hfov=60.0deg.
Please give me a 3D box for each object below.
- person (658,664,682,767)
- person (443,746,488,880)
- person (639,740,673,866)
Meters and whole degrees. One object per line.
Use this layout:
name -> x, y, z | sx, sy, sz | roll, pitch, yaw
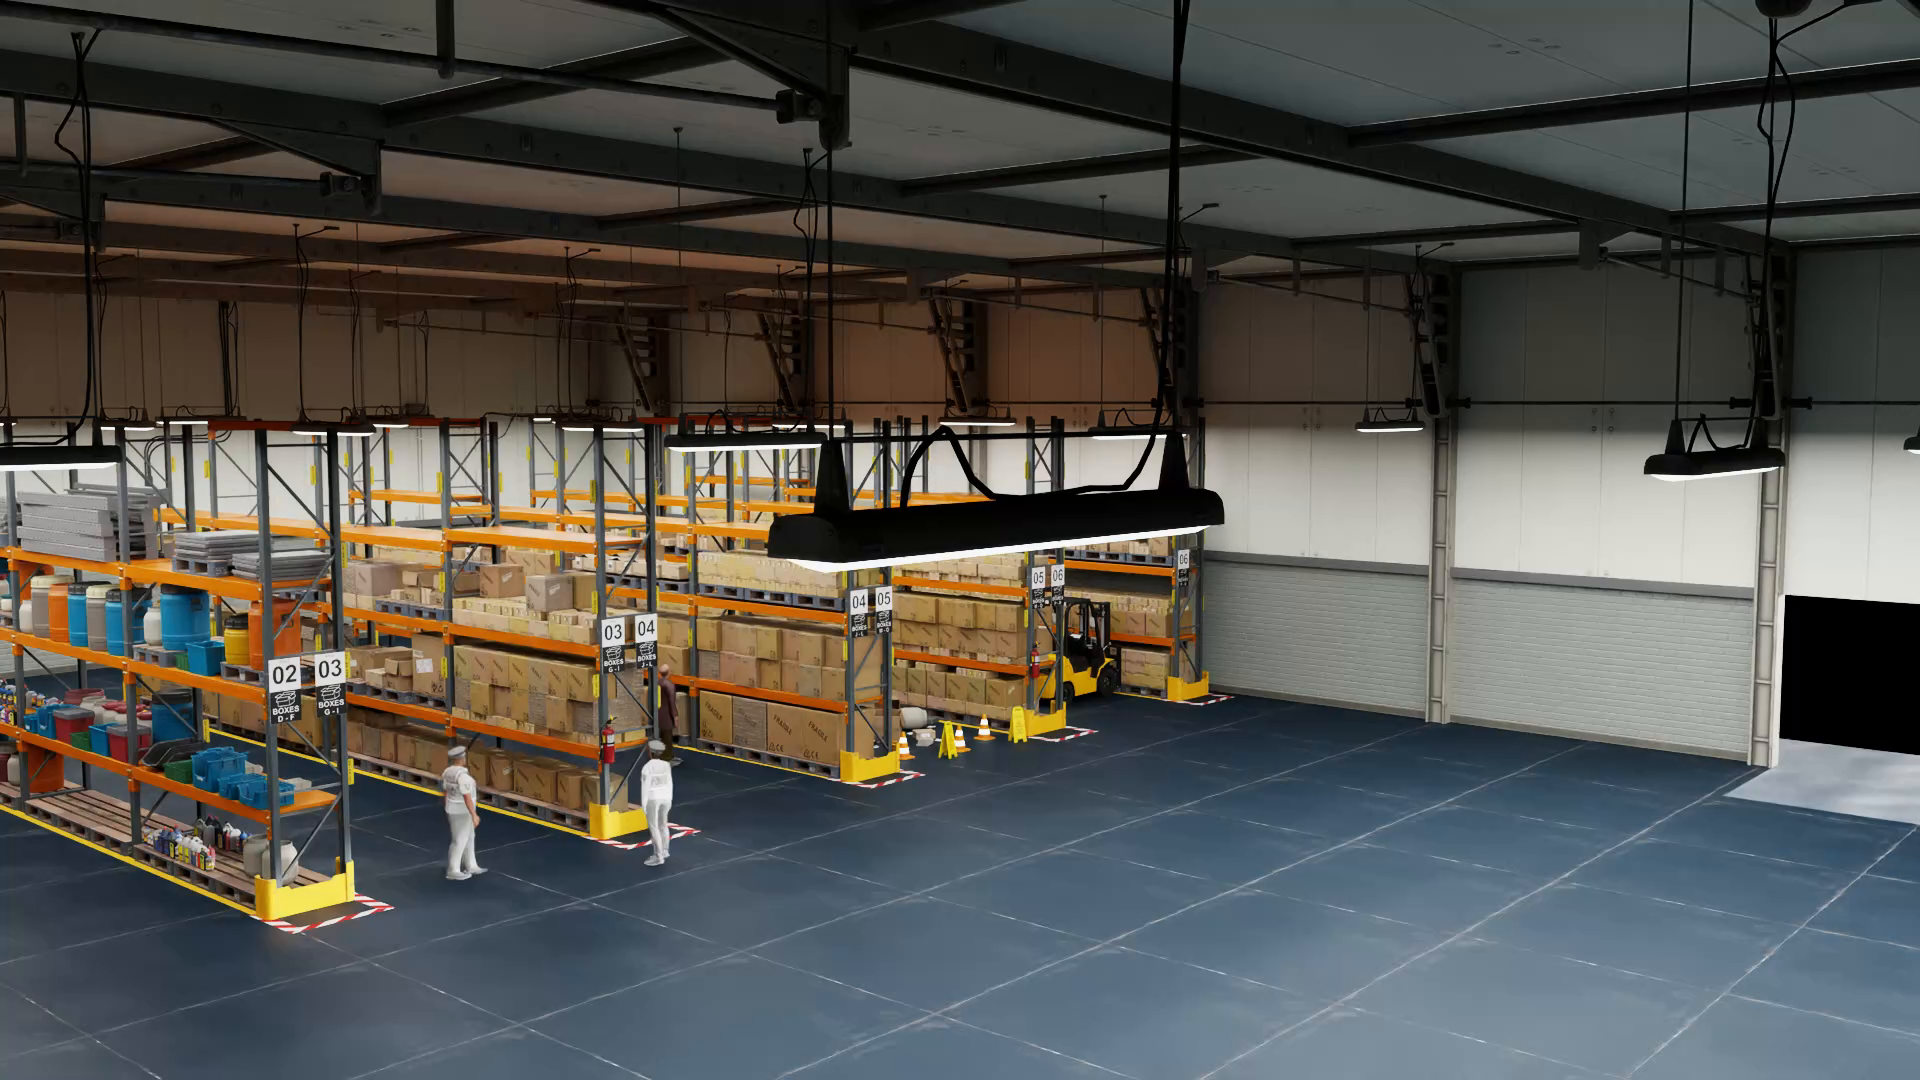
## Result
person -> -5.058, 3.145, 28.976 | 0.491, 1.580, 0.642 | -2, 5, -22
person -> -6.567, 3.634, 22.127 | 0.586, 1.795, 0.557 | -2, 5, -26
person -> -4.195, 3.599, 22.818 | 0.476, 1.710, 0.490 | 5, 7, 45
